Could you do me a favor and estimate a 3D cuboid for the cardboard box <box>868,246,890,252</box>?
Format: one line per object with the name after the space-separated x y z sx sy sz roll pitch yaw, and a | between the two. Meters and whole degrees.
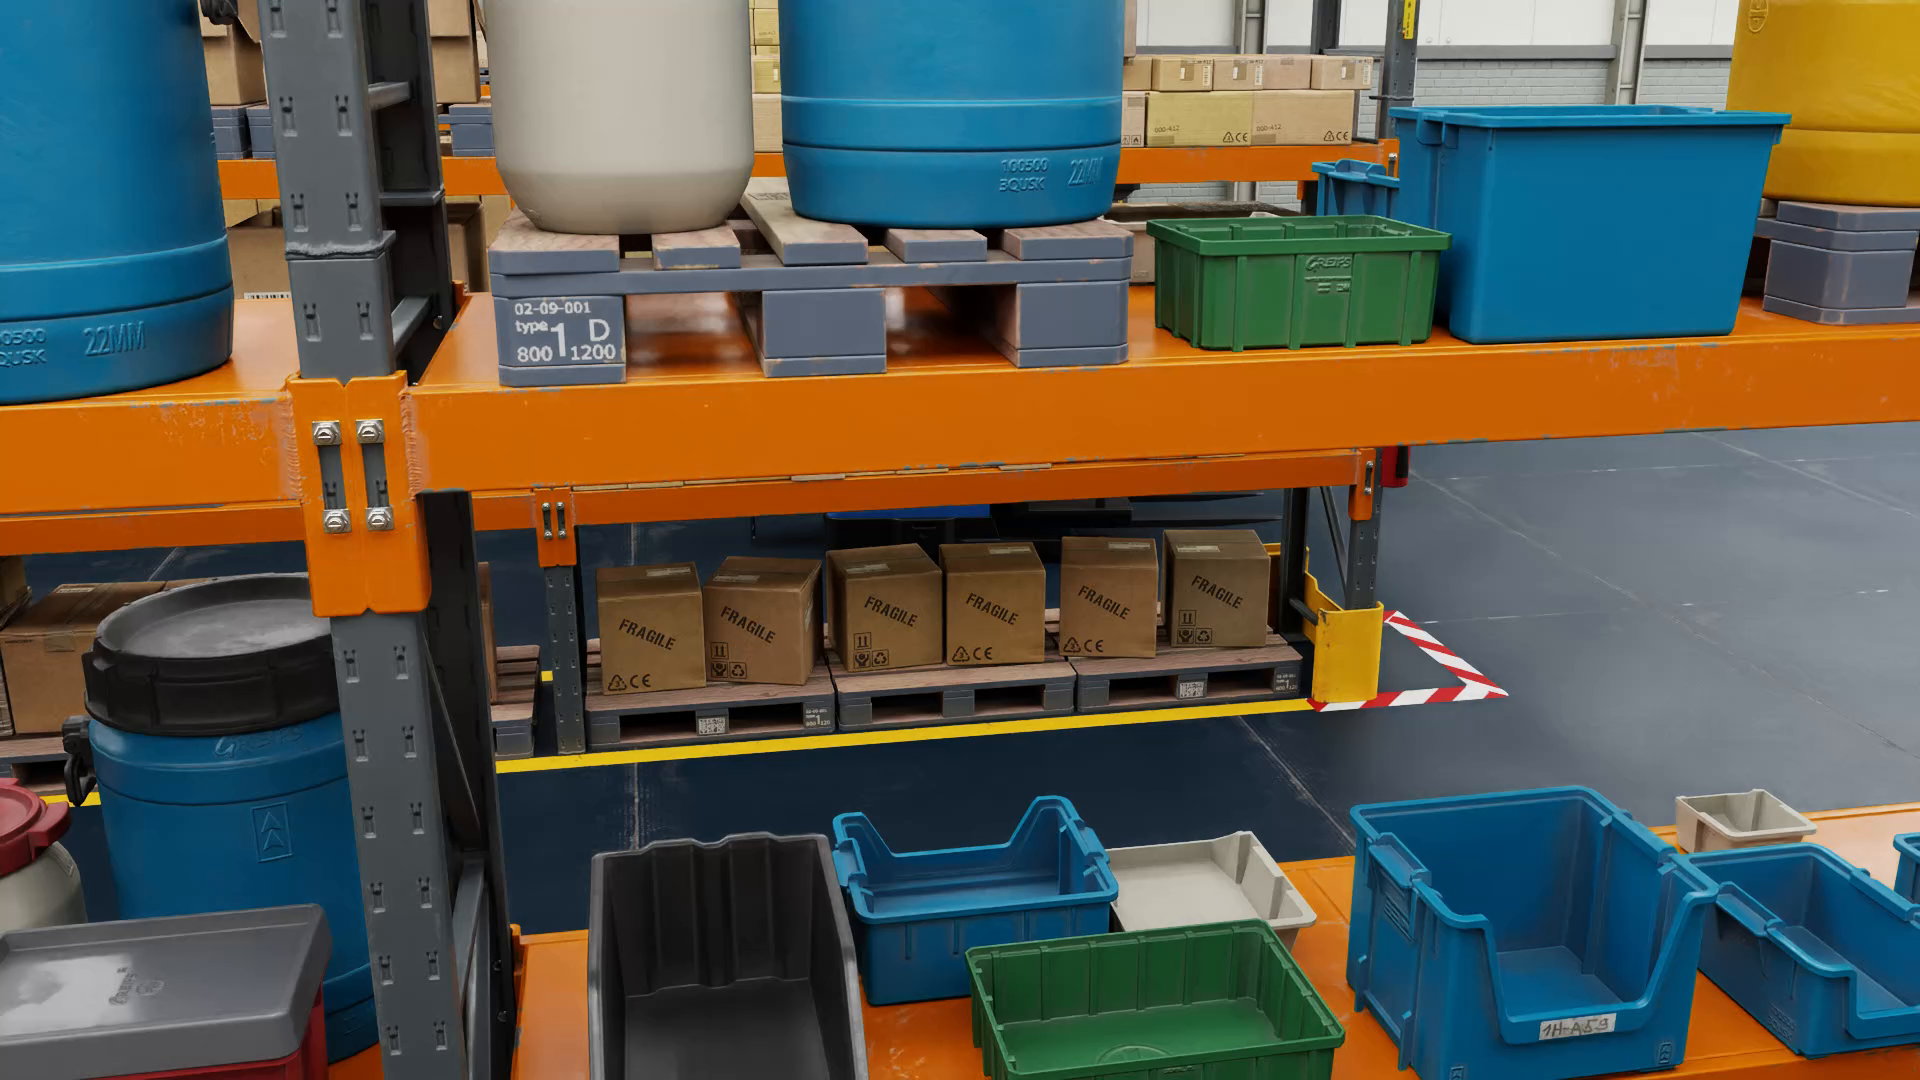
-0.480 -1.223 7.804 0.500 0.500 0.500 -3 17 -10 | cardboard box

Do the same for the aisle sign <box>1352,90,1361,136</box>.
1.980 -2.102 8.621 0.004 0.787 0.394 -3 17 -10 | aisle sign

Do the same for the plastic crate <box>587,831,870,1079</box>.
-0.474 0.918 3.320 0.504 0.338 0.767 -3 17 -10 | plastic crate

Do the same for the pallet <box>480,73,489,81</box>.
-3.684 -3.260 12.033 1.217 0.209 0.805 -4 18 -13 | pallet

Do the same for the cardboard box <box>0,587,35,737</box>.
-4.683 0.583 7.814 0.500 0.500 0.700 -5 18 -15 | cardboard box

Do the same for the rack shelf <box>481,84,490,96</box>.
-5.795 -4.382 16.588 4.000 0.370 1.077 -3 17 -10 | rack shelf

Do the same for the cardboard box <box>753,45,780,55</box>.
-1.373 -3.524 12.111 0.250 0.149 0.380 -4 17 -11 | cardboard box

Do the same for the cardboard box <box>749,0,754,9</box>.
-1.623 -3.891 11.947 0.250 0.149 0.380 -4 17 -11 | cardboard box

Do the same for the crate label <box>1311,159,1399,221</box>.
1.015 -0.696 3.613 0.408 0.251 0.502 -3 17 -10 | crate label

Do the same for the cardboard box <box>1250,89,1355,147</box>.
1.551 -2.032 7.965 0.500 0.250 0.500 -3 17 -9 | cardboard box

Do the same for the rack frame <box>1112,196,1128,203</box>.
1.134 -2.205 13.383 0.127 3.000 1.000 -3 17 -10 | rack frame

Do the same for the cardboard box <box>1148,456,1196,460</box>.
1.006 -0.522 8.332 0.250 0.149 0.380 -3 17 -10 | cardboard box

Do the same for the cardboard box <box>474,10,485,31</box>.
-4.969 -5.258 16.902 0.500 0.250 0.500 -4 17 -12 | cardboard box

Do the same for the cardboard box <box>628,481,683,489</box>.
-1.435 -0.362 7.811 0.250 0.149 0.380 -3 17 -10 | cardboard box

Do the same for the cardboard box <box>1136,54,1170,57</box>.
0.883 -2.343 8.299 0.250 0.149 0.380 -3 17 -8 | cardboard box

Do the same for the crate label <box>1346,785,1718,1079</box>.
1.160 0.822 3.468 0.616 0.435 0.502 -3 17 -10 | crate label

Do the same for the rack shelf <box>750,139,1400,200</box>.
0.012 -1.748 8.012 4.000 0.370 1.077 -3 17 -10 | rack shelf

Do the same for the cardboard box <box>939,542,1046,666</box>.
0.161 0.327 8.681 0.500 0.500 0.500 -2 17 -5 | cardboard box

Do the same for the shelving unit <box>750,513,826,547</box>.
-1.157 -0.563 11.101 0.503 1.200 0.258 -1 17 -2 | shelving unit

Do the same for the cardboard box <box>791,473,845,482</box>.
-0.698 -0.403 7.943 0.250 0.149 0.380 -3 17 -10 | cardboard box

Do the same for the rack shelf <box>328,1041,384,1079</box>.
-2.976 1.336 3.078 4.000 0.370 1.077 -3 17 -10 | rack shelf

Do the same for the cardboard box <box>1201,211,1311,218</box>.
1.483 -1.336 8.173 0.500 0.500 0.500 -3 17 -10 | cardboard box

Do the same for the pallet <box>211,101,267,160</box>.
-3.596 -1.829 7.368 1.003 0.211 1.213 -3 17 -10 | pallet

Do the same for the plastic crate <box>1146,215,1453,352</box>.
0.589 -0.461 2.957 0.450 0.188 0.336 -3 17 -10 | plastic crate

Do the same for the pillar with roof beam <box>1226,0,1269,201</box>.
5.004 -7.239 19.555 0.400 9.000 9.100 -3 17 -10 | pillar with roof beam

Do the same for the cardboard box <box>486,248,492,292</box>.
-3.255 -1.924 12.297 0.500 0.500 0.500 -3 17 -11 | cardboard box

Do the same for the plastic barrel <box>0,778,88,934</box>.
-1.993 0.806 3.348 0.433 0.535 0.433 0 17 0 | plastic barrel

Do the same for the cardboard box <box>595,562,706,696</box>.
-1.551 0.436 8.324 0.500 0.500 0.500 -4 17 -12 | cardboard box

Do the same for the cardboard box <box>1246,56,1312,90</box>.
1.485 -2.237 7.952 0.250 0.149 0.380 -4 17 -12 | cardboard box

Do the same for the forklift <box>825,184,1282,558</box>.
0.622 -1.409 10.907 3.031 2.935 1.130 -1 17 -2 | forklift

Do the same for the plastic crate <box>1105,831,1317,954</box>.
0.534 0.843 3.906 0.437 0.136 0.530 -3 17 -10 | plastic crate

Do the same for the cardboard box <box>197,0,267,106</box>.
-3.357 -2.181 7.303 0.637 0.503 0.797 -3 17 -8 | cardboard box

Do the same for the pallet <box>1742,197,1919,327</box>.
2.085 -0.668 3.590 1.213 0.211 1.003 -3 17 -10 | pallet

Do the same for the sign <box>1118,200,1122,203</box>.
1.223 -2.715 12.666 0.005 0.325 0.100 -3 17 -10 | sign

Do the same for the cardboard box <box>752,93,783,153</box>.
-0.943 -1.891 7.508 0.500 0.250 0.500 -3 17 -11 | cardboard box

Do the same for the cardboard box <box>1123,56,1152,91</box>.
0.728 -2.191 7.804 0.250 0.149 0.380 -3 17 -10 | cardboard box

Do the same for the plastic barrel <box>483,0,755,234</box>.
-0.552 -0.775 2.711 0.421 0.512 0.421 0 17 0 | plastic barrel

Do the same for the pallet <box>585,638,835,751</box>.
-1.299 0.738 8.548 1.213 0.211 1.003 -3 17 -10 | pallet

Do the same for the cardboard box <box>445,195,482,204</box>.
-3.784 -2.450 12.305 0.500 0.500 0.700 -4 17 -11 | cardboard box

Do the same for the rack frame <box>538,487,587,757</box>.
-1.951 -0.547 7.984 0.127 3.000 1.000 -3 17 -10 | rack frame

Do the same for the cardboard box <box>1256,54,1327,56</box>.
1.662 -2.374 8.400 0.250 0.149 0.380 -3 17 -11 | cardboard box

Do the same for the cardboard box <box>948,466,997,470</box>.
0.024 -0.467 8.150 0.250 0.149 0.380 -3 17 -10 | cardboard box
